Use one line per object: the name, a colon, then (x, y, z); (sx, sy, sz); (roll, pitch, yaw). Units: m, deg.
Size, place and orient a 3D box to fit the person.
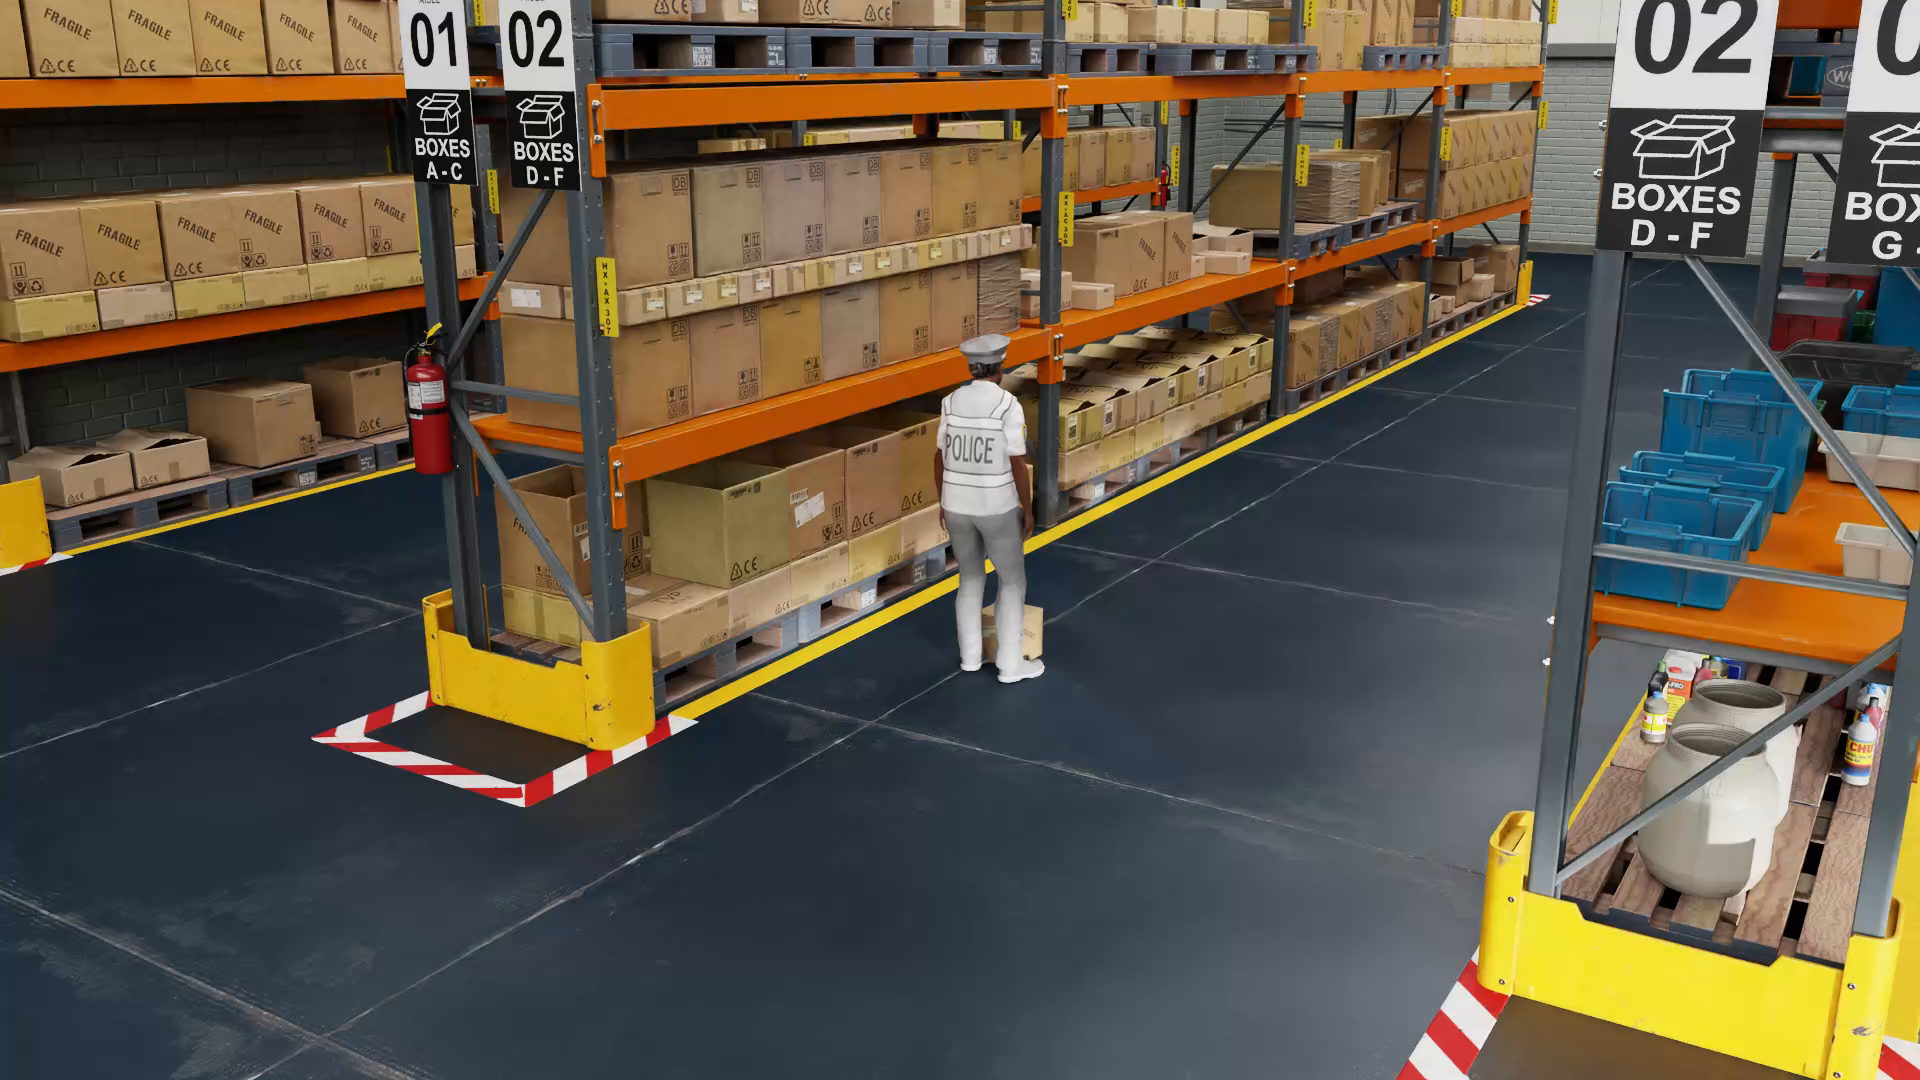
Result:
person: (0.137, -0.148, 8.040); (0.532, 1.659, 0.422); (8, 18, 26)
